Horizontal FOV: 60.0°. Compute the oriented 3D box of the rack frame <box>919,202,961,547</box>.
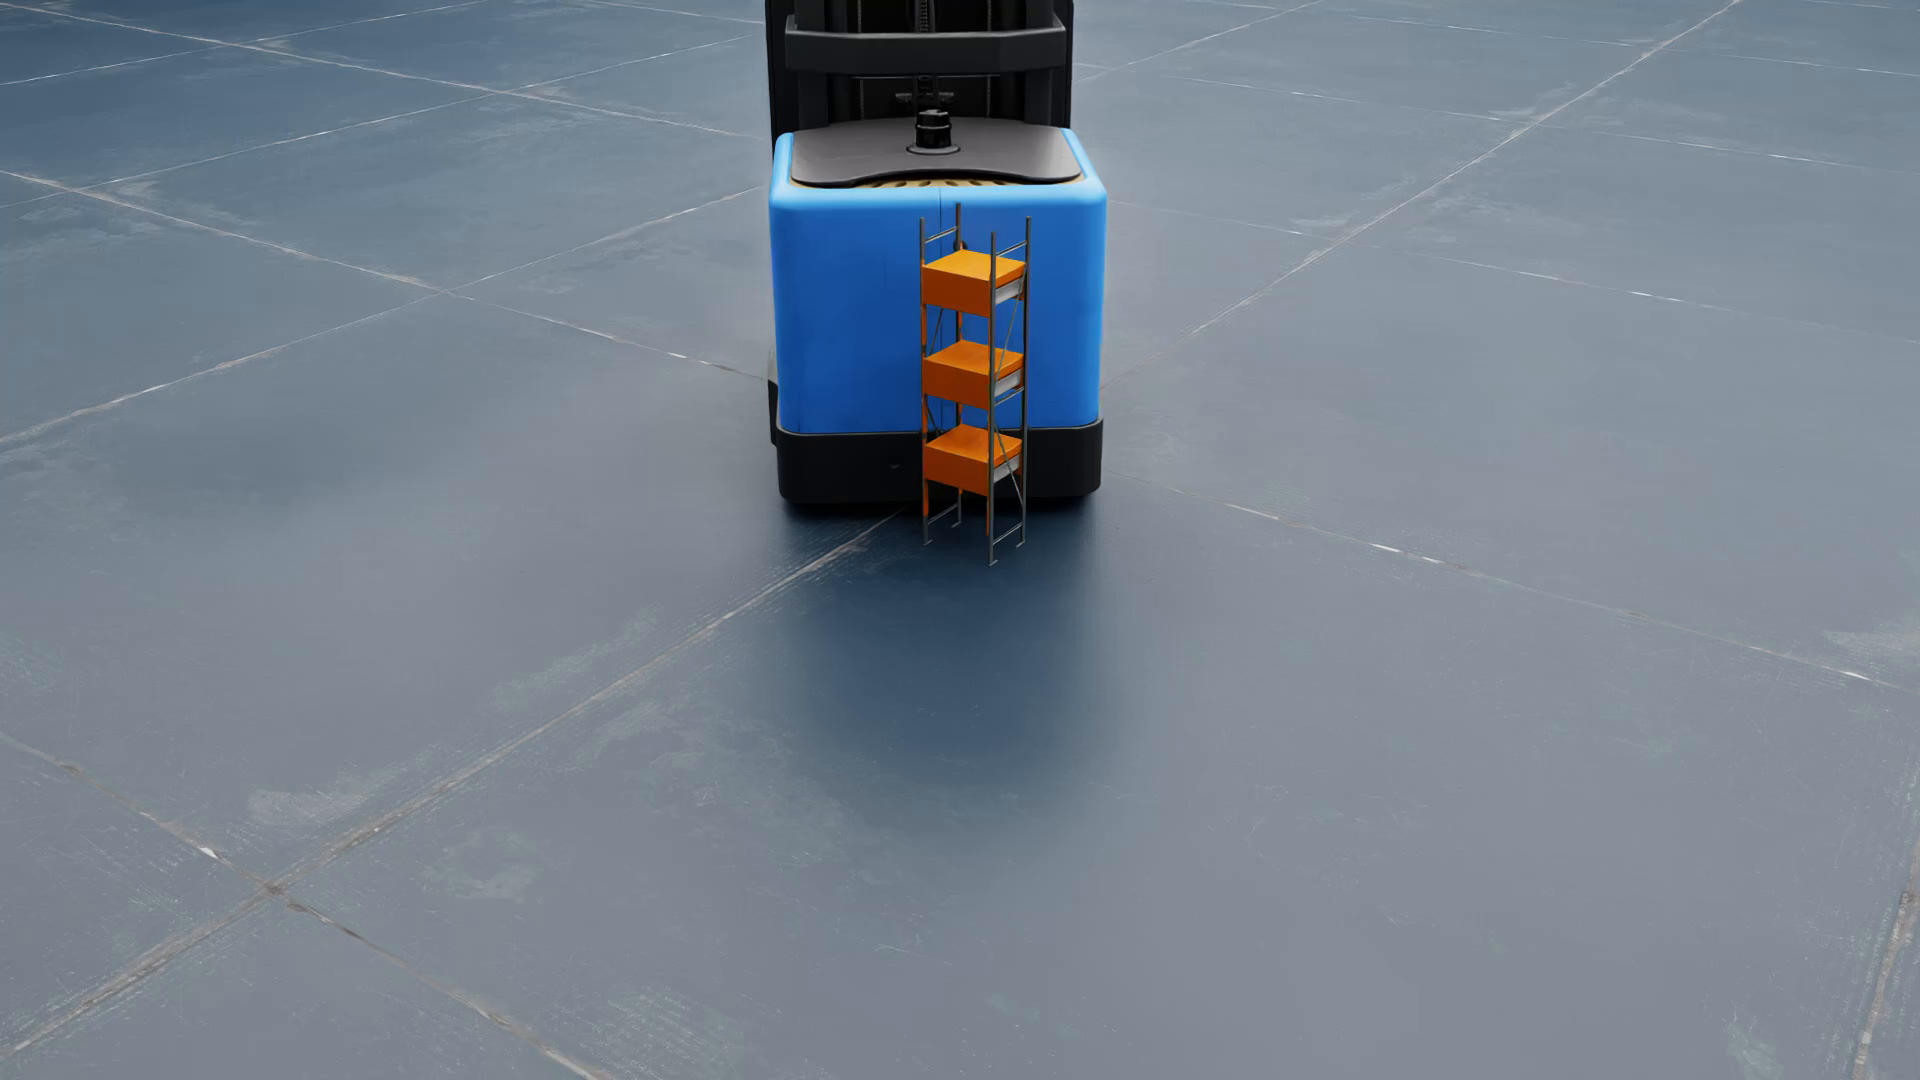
[{"bbox_3d":[-0.056,-0.485,5.046,0.008,1.050,0.200,17,32,30],"label":"rack frame"}]

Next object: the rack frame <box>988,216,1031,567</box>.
[{"bbox_3d":[0.145,-0.423,4.923,0.008,1.050,0.200,17,32,30],"label":"rack frame"}]

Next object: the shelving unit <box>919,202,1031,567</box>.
[{"bbox_3d":[0.044,-0.454,4.985,0.252,1.050,0.215,17,32,30],"label":"shelving unit"}]

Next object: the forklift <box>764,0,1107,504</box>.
[{"bbox_3d":[-0.160,-2.054,6.054,1.130,2.935,3.031,-2,27,-4],"label":"forklift"}]

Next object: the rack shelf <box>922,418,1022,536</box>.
[{"bbox_3d":[0.044,-0.197,5.116,0.240,0.259,0.215,17,32,30],"label":"rack shelf"}]

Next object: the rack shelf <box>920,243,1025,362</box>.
[{"bbox_3d":[0.044,-0.698,4.861,0.240,0.259,0.215,17,32,30],"label":"rack shelf"}]

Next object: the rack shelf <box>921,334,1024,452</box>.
[{"bbox_3d":[0.044,-0.445,4.990,0.240,0.259,0.215,17,32,30],"label":"rack shelf"}]
